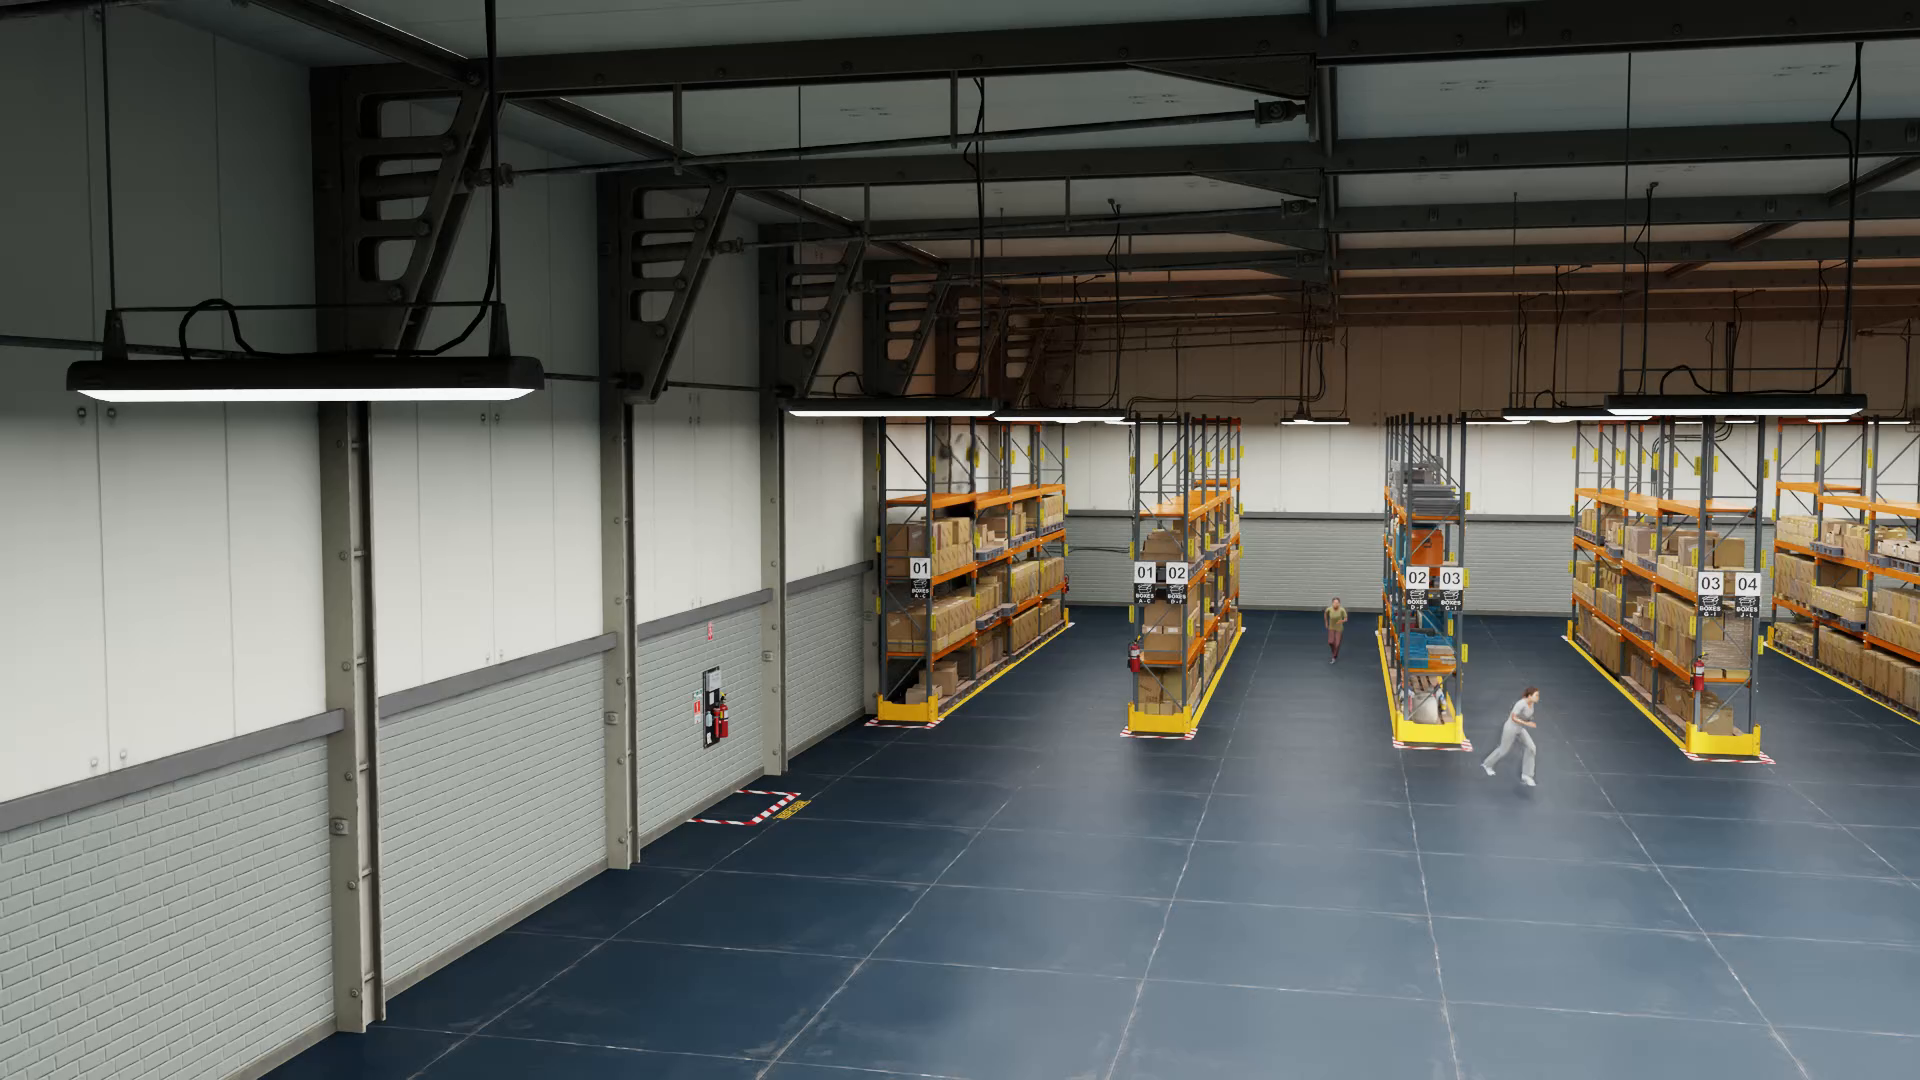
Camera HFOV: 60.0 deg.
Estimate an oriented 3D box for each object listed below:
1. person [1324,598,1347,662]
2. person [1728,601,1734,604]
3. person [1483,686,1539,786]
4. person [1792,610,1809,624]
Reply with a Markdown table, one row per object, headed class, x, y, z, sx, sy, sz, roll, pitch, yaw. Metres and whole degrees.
| class | x | y | z | sx | sy | sz | roll | pitch | yaw |
| --- | --- | --- | --- | --- | --- | --- | --- | --- | --- |
| person | 9.091 | 2.179 | 40.257 | 0.535 | 1.593 | 0.684 | 1 | 4 | 12 |
| person | 20.481 | 1.835 | 44.448 | 0.660 | 1.809 | 0.699 | 2 | 4 | 23 |
| person | 8.918 | 3.133 | 26.911 | 0.606 | 1.626 | 0.958 | -4 | 5 | -44 |
| person | 22.972 | 1.825 | 45.272 | 0.835 | 1.662 | 0.712 | -1 | 4 | -19 |
